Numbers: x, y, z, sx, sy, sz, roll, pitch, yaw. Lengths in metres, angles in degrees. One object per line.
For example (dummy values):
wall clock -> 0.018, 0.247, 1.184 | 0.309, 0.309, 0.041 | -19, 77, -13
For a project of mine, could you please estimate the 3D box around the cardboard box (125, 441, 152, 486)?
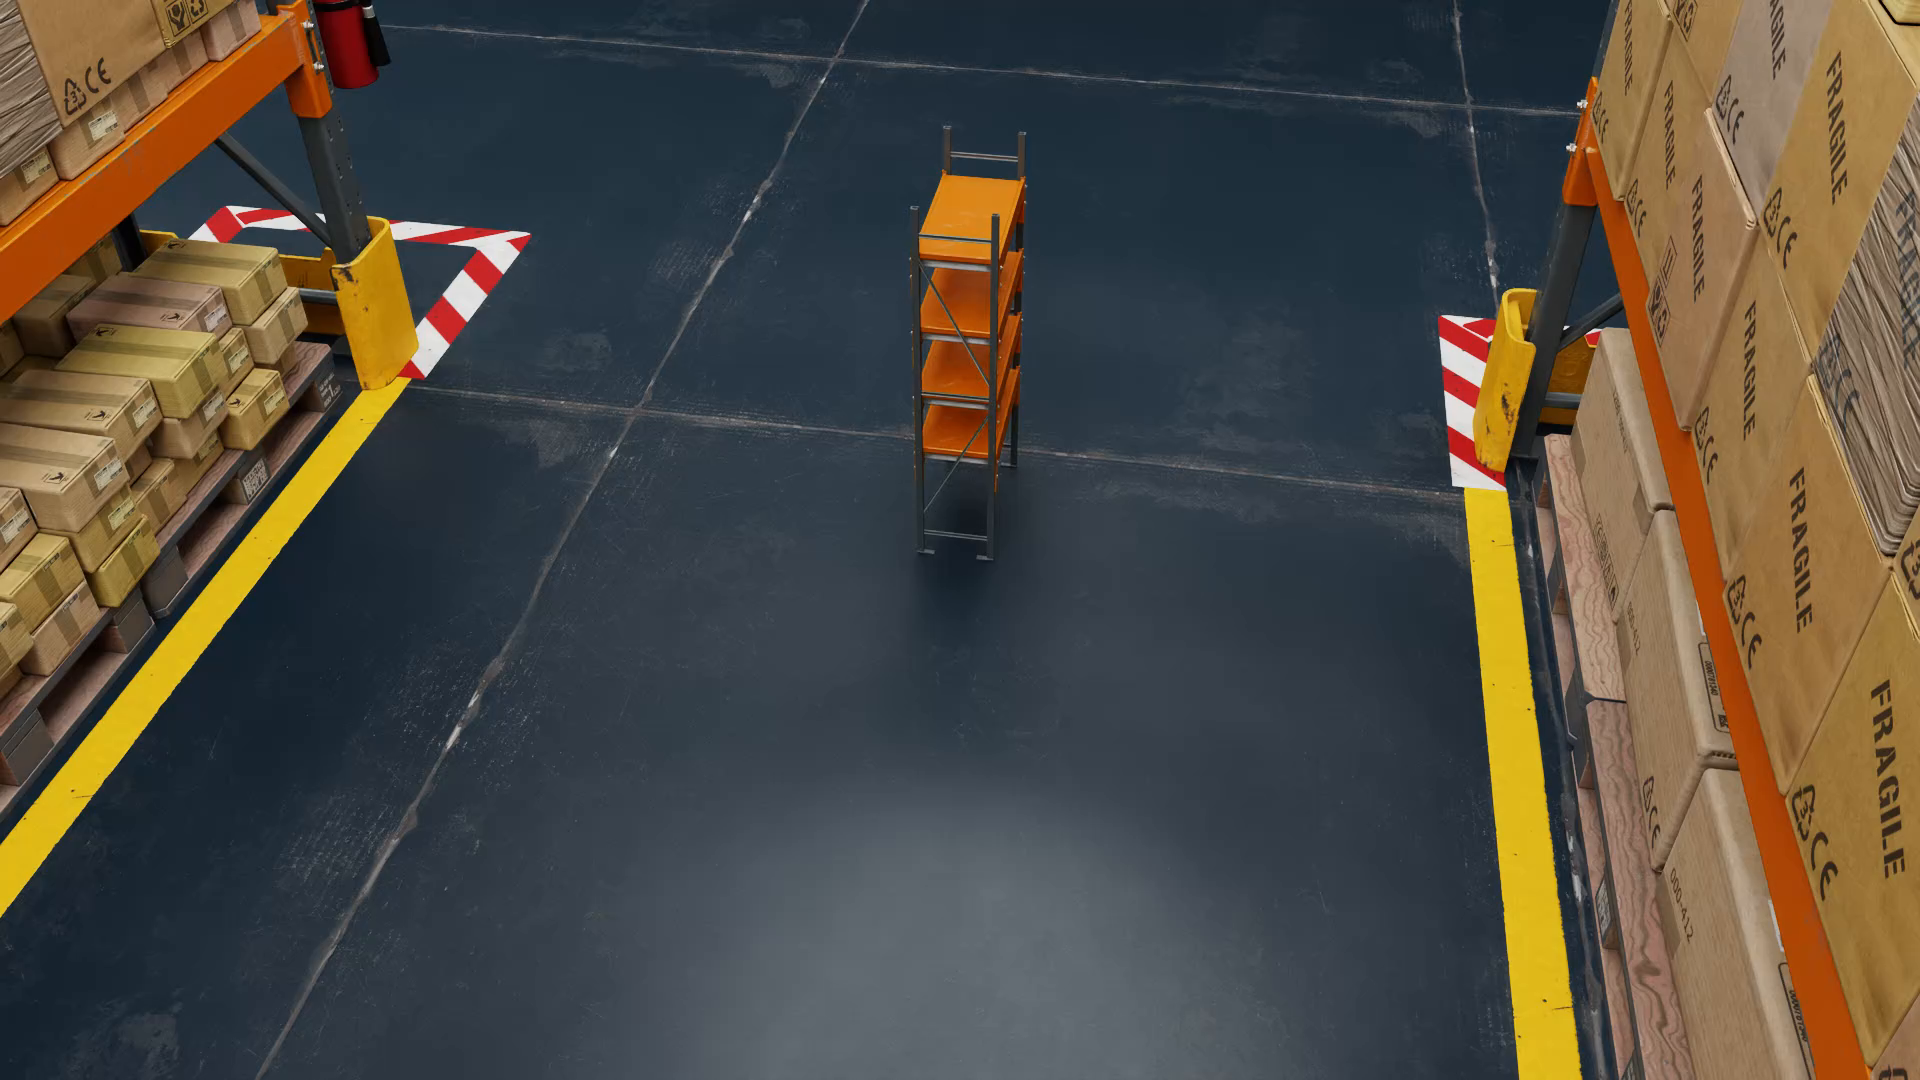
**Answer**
cardboard box -> -2.615, -0.231, 4.850 | 0.380, 0.149, 0.250 | 6, 40, 7

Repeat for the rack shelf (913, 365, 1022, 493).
rack shelf -> 0.029, -0.361, 5.163 | 0.258, 0.148, 0.480 | 6, 40, 8

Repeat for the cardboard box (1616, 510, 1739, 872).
cardboard box -> 2.158, 0.409, 4.083 | 0.875, 0.438, 0.875 | 7, 40, 9

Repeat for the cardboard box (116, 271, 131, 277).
cardboard box -> -2.912, -0.777, 5.510 | 0.380, 0.149, 0.250 | 8, 40, 10

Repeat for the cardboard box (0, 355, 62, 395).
cardboard box -> -2.970, -0.448, 5.112 | 0.380, 0.149, 0.250 | 7, 40, 8

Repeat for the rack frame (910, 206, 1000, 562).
rack frame -> -0.014, -0.413, 4.808 | 0.240, 1.200, 0.015 | 6, 40, 8

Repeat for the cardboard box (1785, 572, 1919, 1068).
cardboard box -> 1.544, 0.412, 2.319 | 0.500, 0.500, 0.500 | 5, 40, 7

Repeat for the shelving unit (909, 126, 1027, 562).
shelving unit -> 0.029, -0.566, 4.993 | 0.258, 1.200, 0.503 | 6, 40, 8

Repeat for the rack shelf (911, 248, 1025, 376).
rack shelf -> 0.029, -0.687, 4.894 | 0.258, 0.148, 0.480 | 6, 40, 8

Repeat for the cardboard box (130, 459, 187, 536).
cardboard box -> -2.560, -0.124, 4.954 | 0.380, 0.149, 0.250 | 7, 40, 8

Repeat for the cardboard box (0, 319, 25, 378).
cardboard box -> -3.093, -0.570, 5.027 | 0.380, 0.149, 0.250 | 6, 40, 8

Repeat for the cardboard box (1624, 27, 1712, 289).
cardboard box -> 1.898, -0.866, 3.864 | 0.500, 0.500, 0.500 | 6, 40, 7

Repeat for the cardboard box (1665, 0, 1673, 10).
cardboard box -> 1.961, -1.571, 3.933 | 0.500, 0.500, 0.500 | 6, 40, 7

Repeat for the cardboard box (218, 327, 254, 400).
cardboard box -> -2.477, -0.557, 5.243 | 0.380, 0.149, 0.250 | 6, 40, 7

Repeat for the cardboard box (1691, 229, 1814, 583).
cardboard box -> 1.722, -0.232, 3.098 | 0.500, 0.500, 0.500 | 8, 40, 9

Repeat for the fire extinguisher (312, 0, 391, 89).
fire extinguisher -> -2.071, -1.833, 5.467 | 0.296, 0.674, 0.183 | 6, 40, 8

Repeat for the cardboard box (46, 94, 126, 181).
cardboard box -> -2.476, -1.093, 4.415 | 0.380, 0.149, 0.250 | 7, 40, 9

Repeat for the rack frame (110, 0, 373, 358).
rack frame -> -2.569, -1.900, 5.194 | 1.000, 3.000, 0.127 | 6, 40, 8

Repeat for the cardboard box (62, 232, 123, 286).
cardboard box -> -2.994, -0.901, 5.426 | 0.380, 0.149, 0.250 | 5, 40, 6

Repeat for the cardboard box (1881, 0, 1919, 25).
cardboard box -> 1.680, -0.930, 2.649 | 0.380, 0.149, 0.250 | 5, 40, 7

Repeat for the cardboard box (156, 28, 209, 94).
cardboard box -> -2.427, -1.415, 4.805 | 0.380, 0.149, 0.250 | 6, 40, 8

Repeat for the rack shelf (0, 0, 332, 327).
rack shelf -> -2.915, -0.367, 3.905 | 1.077, 0.370, 4.000 | 6, 40, 8

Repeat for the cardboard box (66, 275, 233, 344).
cardboard box -> -2.511, -0.680, 5.160 | 0.380, 0.149, 0.250 | 7, 40, 9

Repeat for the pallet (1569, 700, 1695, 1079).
pallet -> 2.049, 0.931, 3.958 | 1.003, 0.211, 1.213 | 6, 40, 8

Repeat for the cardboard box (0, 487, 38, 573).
cardboard box -> -2.684, -0.020, 4.362 | 0.380, 0.149, 0.250 | 5, 40, 6

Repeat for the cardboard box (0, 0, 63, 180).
cardboard box -> -2.565, -1.100, 3.915 | 0.500, 0.500, 0.500 | 7, 40, 8

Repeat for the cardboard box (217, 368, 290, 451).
cardboard box -> -2.399, -0.437, 5.332 | 0.380, 0.149, 0.250 | 8, 40, 9

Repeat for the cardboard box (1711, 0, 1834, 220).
cardboard box -> 1.797, -0.922, 3.148 | 0.500, 0.500, 0.500 | 6, 40, 7

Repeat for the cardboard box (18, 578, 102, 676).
cardboard box -> -2.609, 0.212, 4.547 | 0.380, 0.149, 0.250 | 7, 40, 9

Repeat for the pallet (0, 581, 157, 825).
pallet -> -2.971, 0.492, 4.489 | 1.003, 0.211, 1.213 | 6, 40, 8

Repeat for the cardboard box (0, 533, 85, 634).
cardboard box -> -2.607, 0.097, 4.453 | 0.380, 0.149, 0.250 | 8, 40, 10

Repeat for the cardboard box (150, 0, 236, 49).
cardboard box -> -2.393, -1.742, 4.691 | 0.500, 0.500, 0.500 | 7, 40, 9

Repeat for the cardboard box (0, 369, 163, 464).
cardboard box -> -2.538, -0.348, 4.758 | 0.380, 0.149, 0.250 | 5, 40, 6

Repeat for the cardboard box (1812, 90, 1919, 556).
cardboard box -> 1.616, -0.295, 2.390 | 0.500, 0.500, 0.500 | 7, 40, 8

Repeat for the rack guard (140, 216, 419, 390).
rack guard -> -2.582, -0.889, 5.932 | 1.175, 0.500, 0.348 | 6, 40, 8
